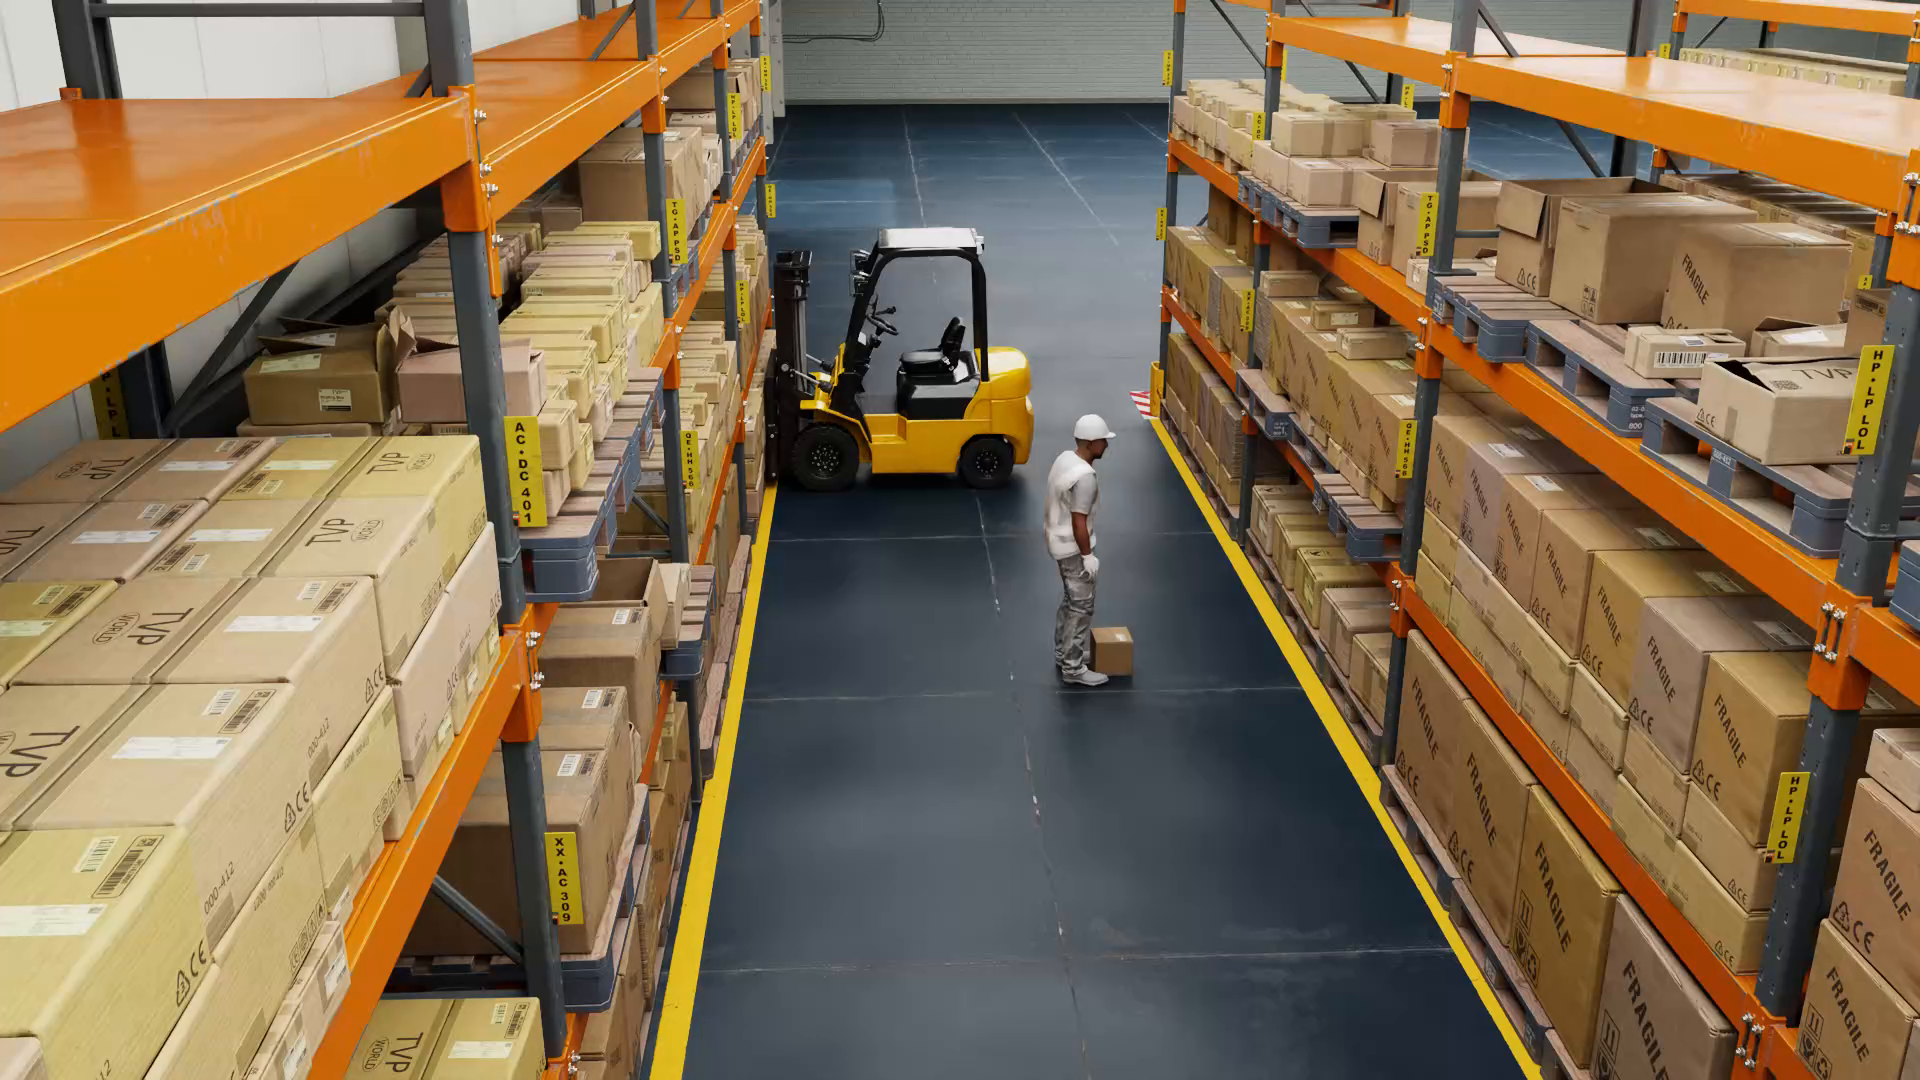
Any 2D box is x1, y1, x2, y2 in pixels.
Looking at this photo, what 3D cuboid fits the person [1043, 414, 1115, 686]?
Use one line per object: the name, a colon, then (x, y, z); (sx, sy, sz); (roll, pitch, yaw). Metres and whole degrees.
person: (0.782, 0.046, 10.937); (0.450, 1.773, 0.622); (-2, 20, -6)
